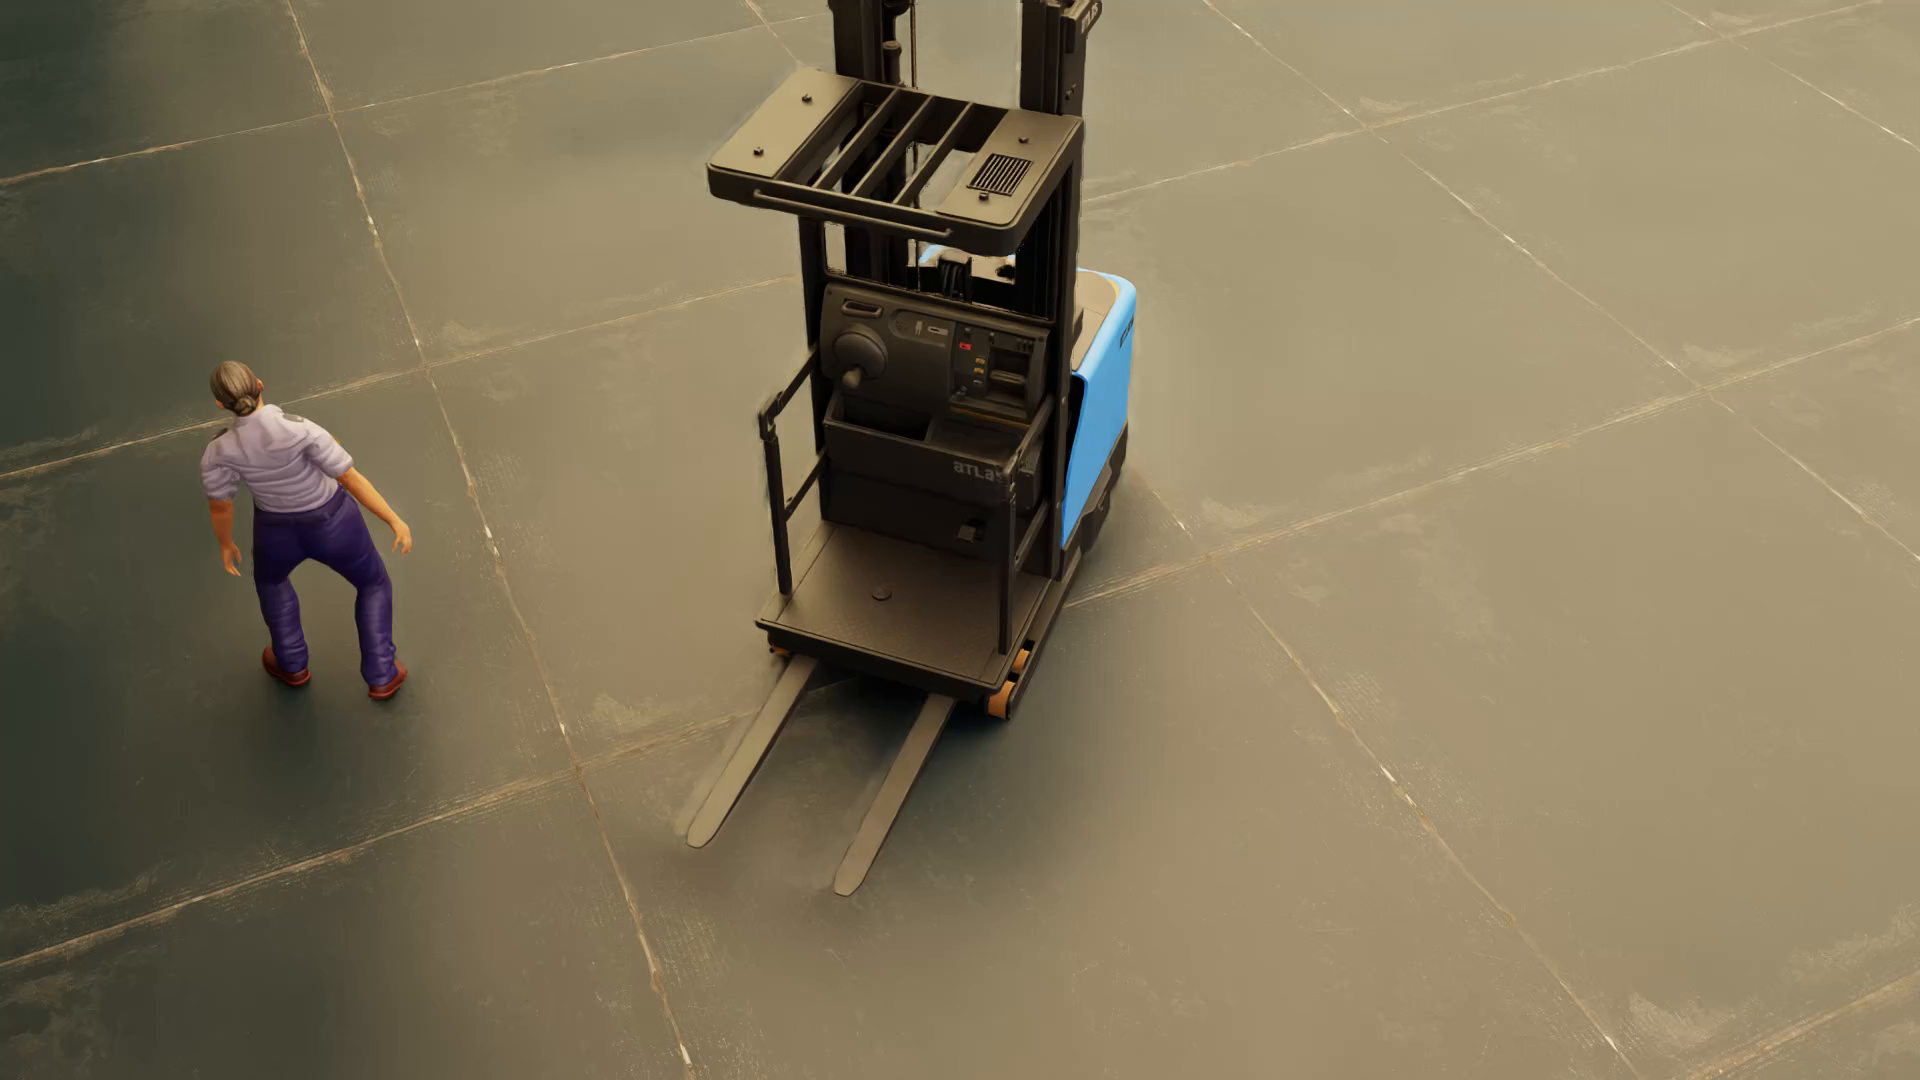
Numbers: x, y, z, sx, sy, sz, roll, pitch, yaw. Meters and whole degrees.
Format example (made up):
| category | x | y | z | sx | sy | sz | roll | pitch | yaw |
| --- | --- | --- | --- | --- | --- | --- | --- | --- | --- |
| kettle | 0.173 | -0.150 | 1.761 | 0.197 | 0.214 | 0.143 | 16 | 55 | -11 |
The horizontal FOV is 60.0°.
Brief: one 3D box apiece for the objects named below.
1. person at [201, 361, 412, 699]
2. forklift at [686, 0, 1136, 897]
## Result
| category | x | y | z | sx | sy | sz | roll | pitch | yaw |
| --- | --- | --- | --- | --- | --- | --- | --- | --- | --- |
| person | -2.629 | -0.005 | 6.712 | 0.823 | 1.624 | 0.484 | -3 | 43 | -3 |
| forklift | -0.185 | -0.645 | 6.371 | 1.130 | 2.935 | 3.031 | 15 | 45 | 15 |
